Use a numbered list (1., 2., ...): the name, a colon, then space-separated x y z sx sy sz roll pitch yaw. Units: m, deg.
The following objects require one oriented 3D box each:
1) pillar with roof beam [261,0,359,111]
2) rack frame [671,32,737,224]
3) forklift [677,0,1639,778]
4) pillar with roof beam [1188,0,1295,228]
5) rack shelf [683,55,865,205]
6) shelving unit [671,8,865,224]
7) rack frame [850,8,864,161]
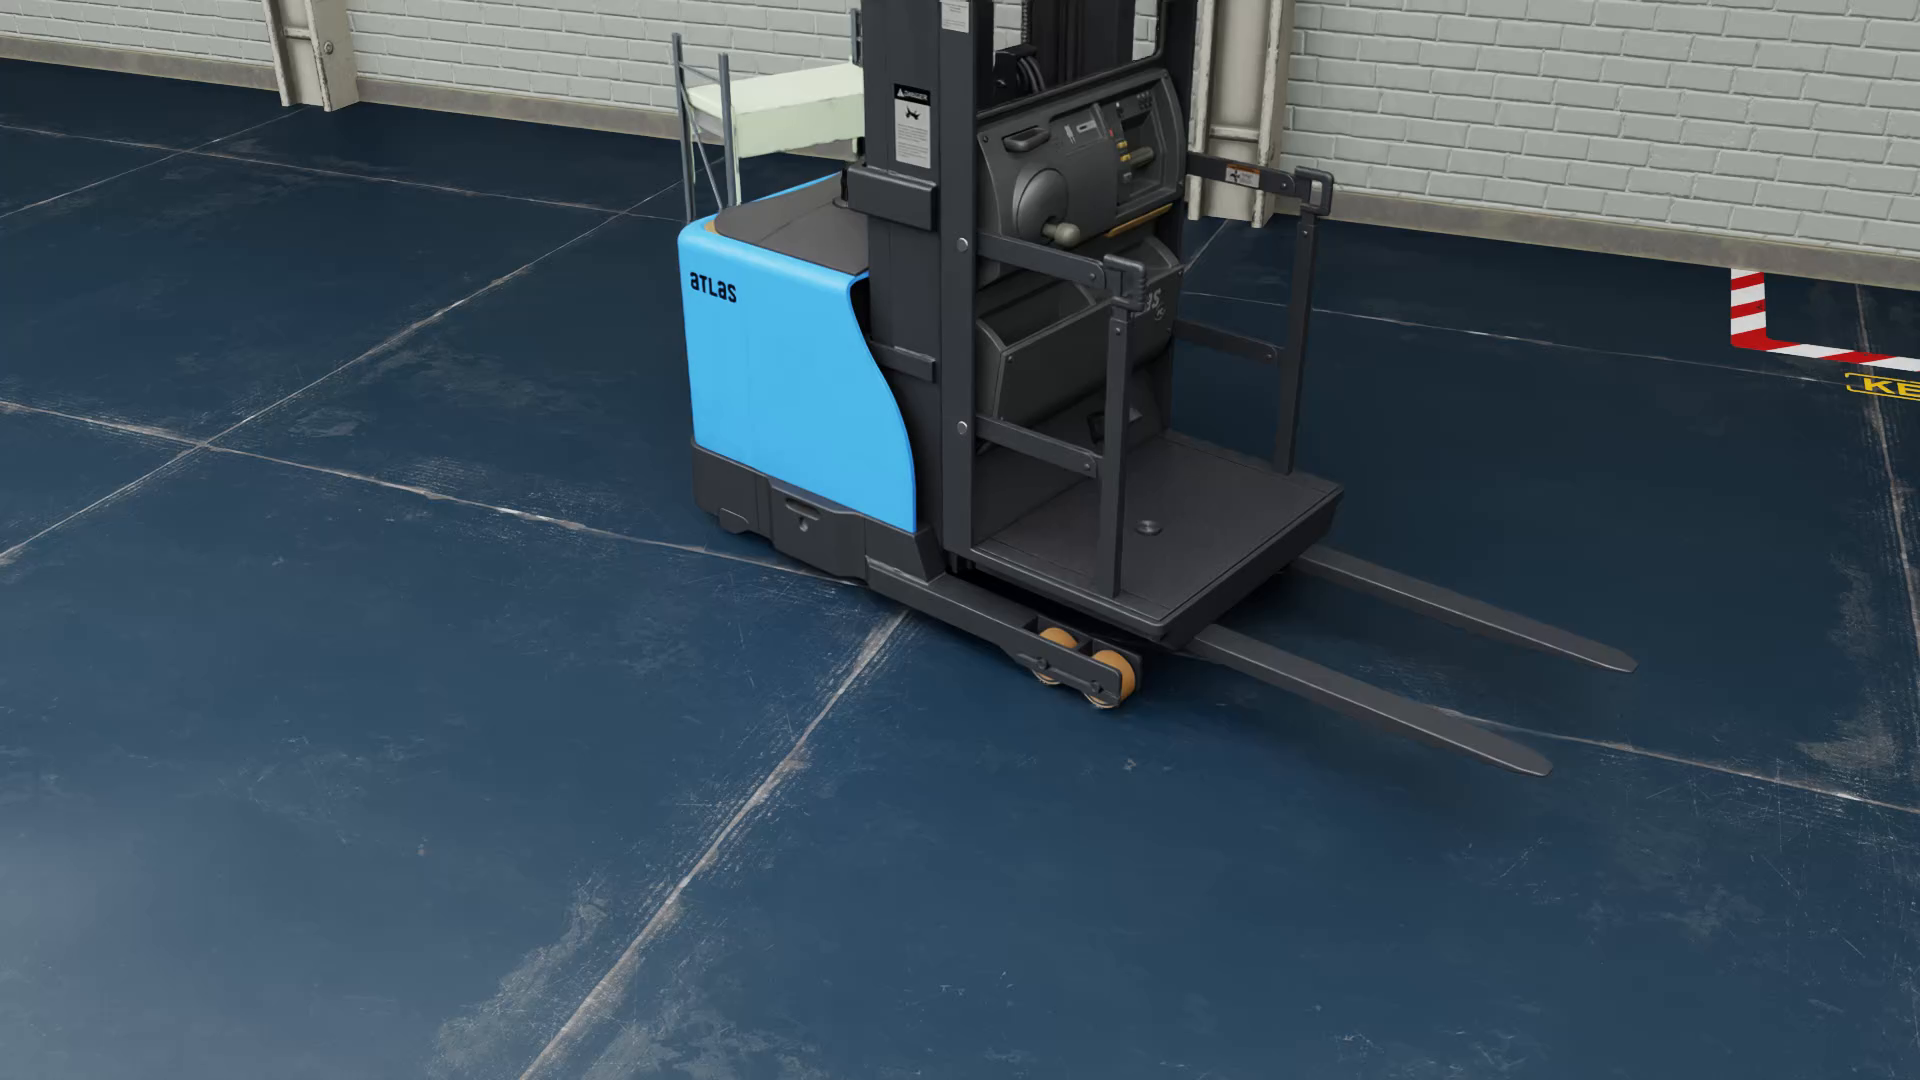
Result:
1. pillar with roof beam: -5.742 -4.784 5.069 0.400 9.000 9.100 11 31 19
2. rack frame: -0.897 -1.056 6.093 0.023 1.500 0.400 -18 34 -29
3. forklift: 0.529 -1.078 4.679 3.031 2.935 1.130 22 36 33
4. pillar with roof beam: -0.183 -3.674 3.105 0.400 9.000 9.100 11 31 19
5. rack shelf: -0.594 -1.497 6.079 0.720 0.370 0.431 -18 34 -29
6. shelving unit: -0.593 -1.156 6.270 0.755 1.500 0.431 -18 34 -29
7. rack frame: -0.289 -1.257 6.447 0.023 1.500 0.400 -18 34 -29
